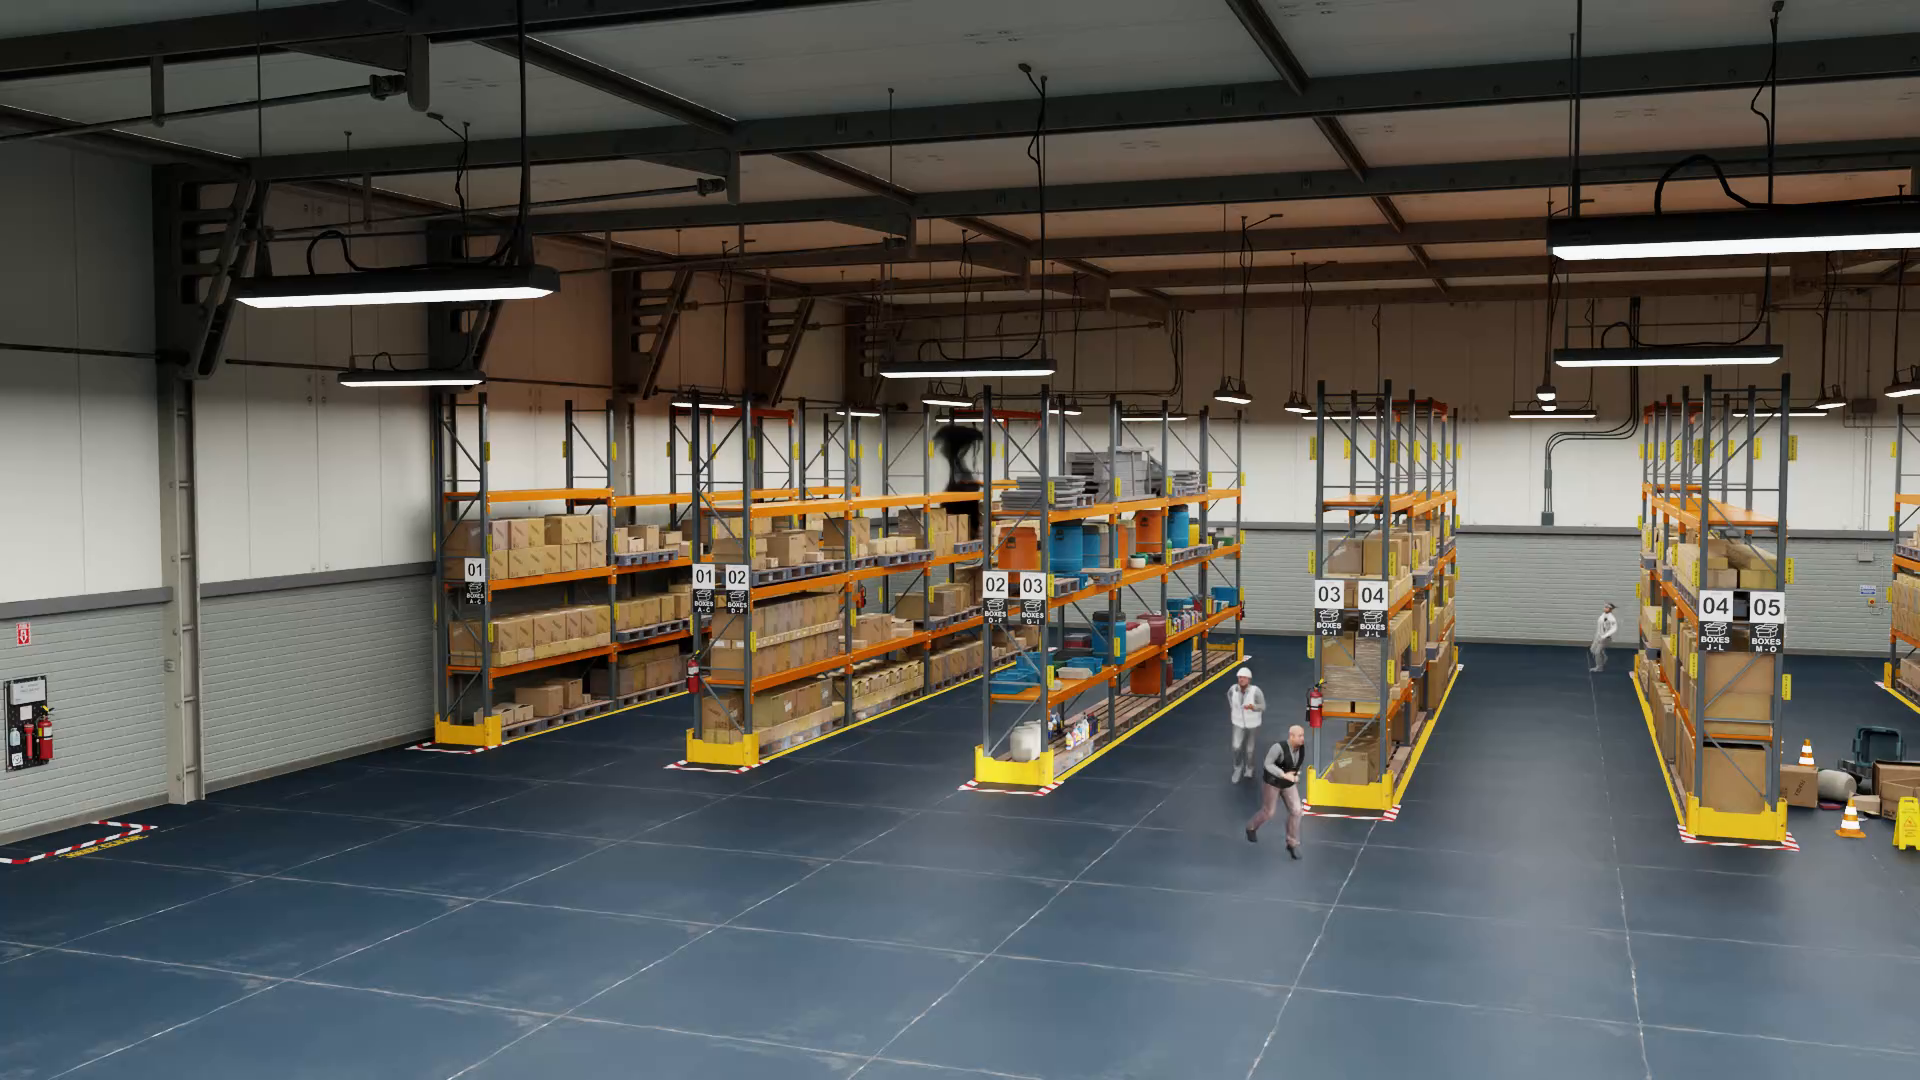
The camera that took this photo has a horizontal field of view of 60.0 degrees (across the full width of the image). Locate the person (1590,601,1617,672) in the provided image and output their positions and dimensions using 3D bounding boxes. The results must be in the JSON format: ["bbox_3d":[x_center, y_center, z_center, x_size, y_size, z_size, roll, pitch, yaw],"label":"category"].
[{"bbox_3d":[14.578,2.189,37.623,0.504,1.620,0.640,-1,3,-16],"label":"person"}]

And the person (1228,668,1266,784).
[{"bbox_3d":[4.301,2.794,25.013,0.627,1.773,0.842,1,3,19],"label":"person"}]

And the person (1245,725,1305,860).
[{"bbox_3d":[3.943,3.100,20.767,0.700,1.682,0.993,-2,4,-34],"label":"person"}]
